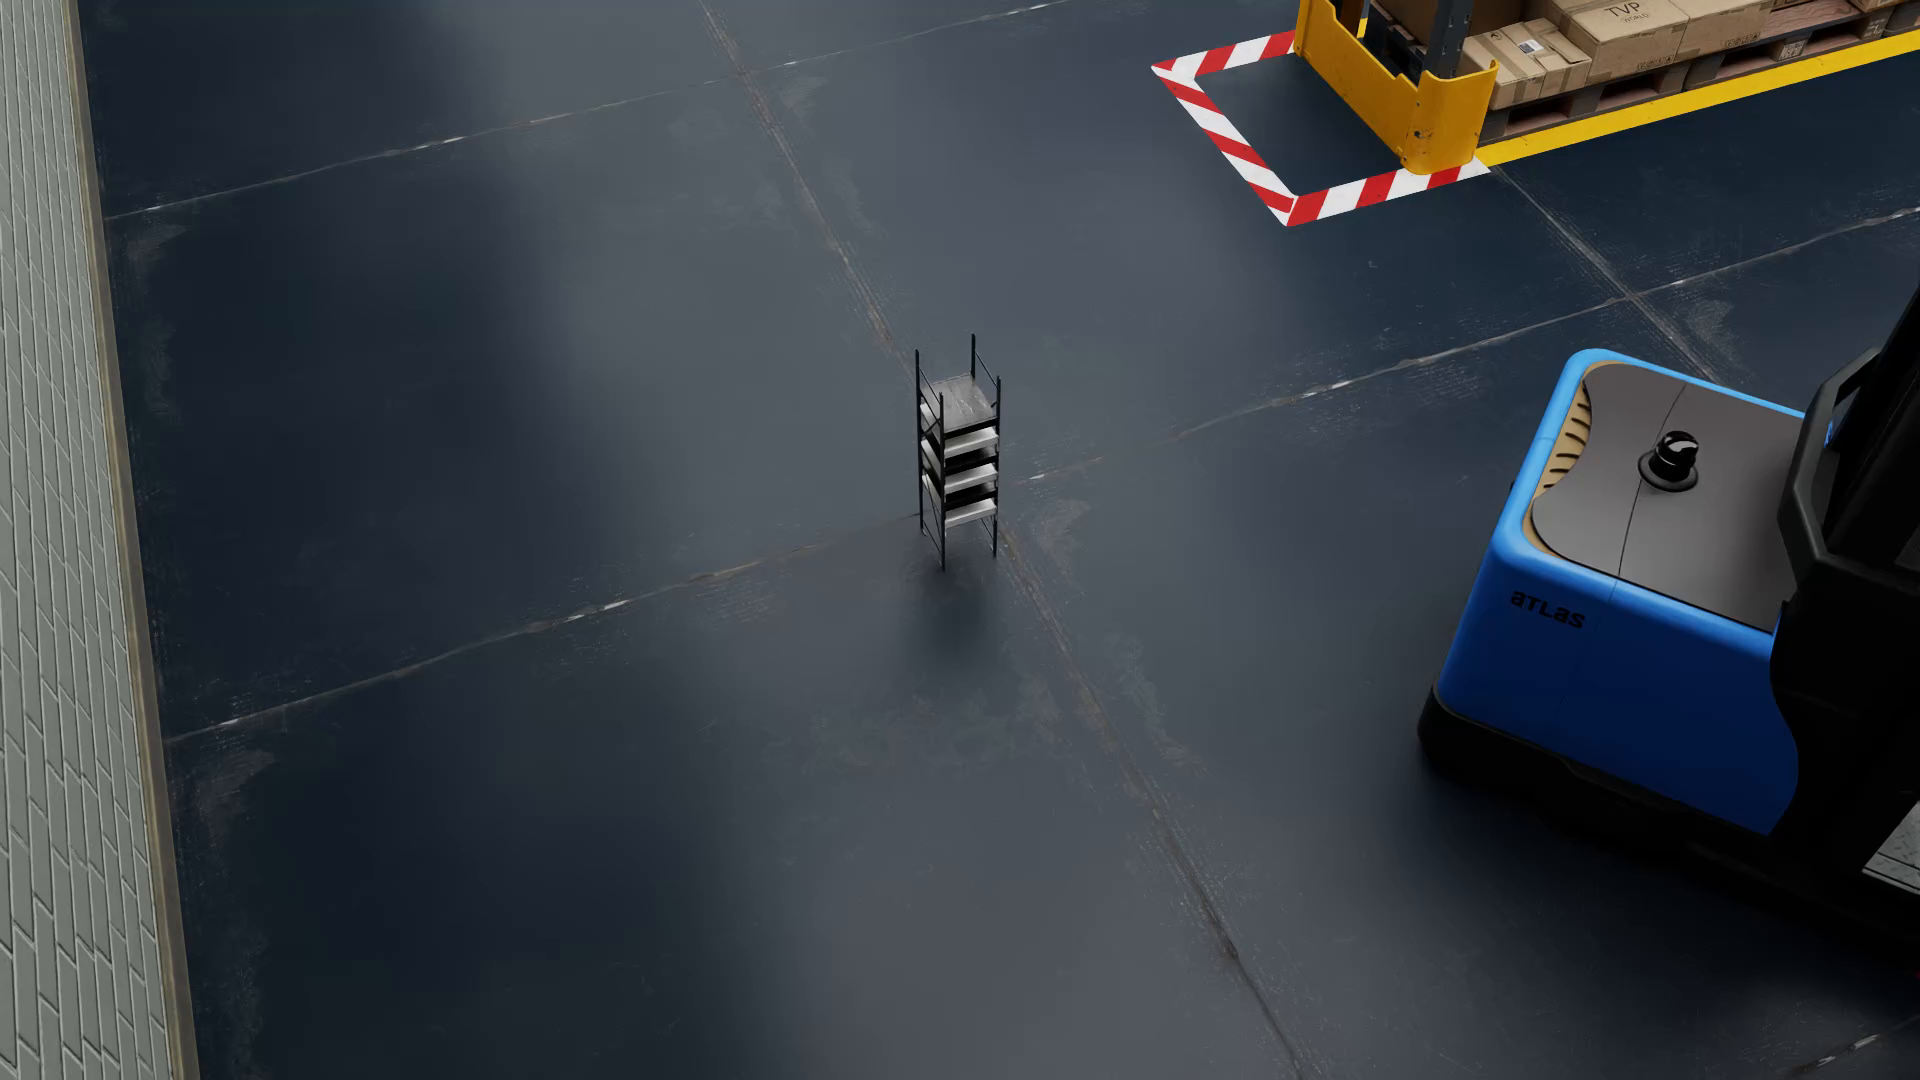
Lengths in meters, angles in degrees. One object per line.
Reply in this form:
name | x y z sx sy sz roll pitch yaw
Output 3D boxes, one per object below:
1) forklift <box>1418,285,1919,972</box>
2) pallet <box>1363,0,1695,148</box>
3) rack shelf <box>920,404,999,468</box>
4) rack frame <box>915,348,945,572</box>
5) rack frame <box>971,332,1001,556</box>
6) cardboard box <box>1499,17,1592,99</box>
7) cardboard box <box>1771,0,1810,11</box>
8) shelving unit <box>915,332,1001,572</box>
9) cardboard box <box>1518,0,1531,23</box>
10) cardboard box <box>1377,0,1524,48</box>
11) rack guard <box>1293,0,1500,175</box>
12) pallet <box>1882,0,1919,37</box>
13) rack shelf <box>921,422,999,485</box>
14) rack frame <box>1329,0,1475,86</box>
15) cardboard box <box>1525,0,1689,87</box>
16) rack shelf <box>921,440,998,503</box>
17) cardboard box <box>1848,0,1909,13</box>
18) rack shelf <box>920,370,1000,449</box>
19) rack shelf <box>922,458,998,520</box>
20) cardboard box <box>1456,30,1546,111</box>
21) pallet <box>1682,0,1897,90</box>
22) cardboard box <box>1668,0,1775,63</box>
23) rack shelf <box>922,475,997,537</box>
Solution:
forklift | 3.068 -0.039 4.278 3.031 2.935 1.130 22 53 18
pallet | 2.754 -2.411 8.108 1.213 0.211 1.003 -17 52 -14
rack shelf | -0.008 -0.386 5.722 0.200 0.077 0.258 -17 52 -14
rack frame | -0.102 -0.262 5.808 0.006 0.900 0.240 -17 52 -14
rack frame | 0.087 -0.320 5.858 0.006 0.900 0.240 -17 52 -14
cardboard box | 2.694 -2.239 7.700 0.250 0.166 0.380 -17 52 -14
cardboard box | 3.911 -3.003 8.134 0.637 0.503 0.797 -17 52 -14
shelving unit | -0.008 -0.291 5.833 0.210 0.900 0.258 -17 52 -14
cardboard box | 2.765 -2.671 8.070 0.250 0.166 0.380 -17 52 -14
cardboard box | 2.356 -2.726 7.898 0.500 0.500 0.500 -17 52 -14
rack guard | 2.016 -2.276 7.802 0.348 0.500 1.175 -17 52 -14
pallet | 5.012 -3.111 8.709 1.213 0.211 1.003 -17 52 -14
rack shelf | -0.008 -0.328 5.790 0.200 0.077 0.258 -17 52 -14
rack frame | 1.945 -3.068 6.834 0.127 3.000 1.000 -17 52 -14
cardboard box | 3.019 -2.416 7.797 0.500 0.250 0.500 -17 52 -14
rack shelf | -0.008 -0.269 5.858 0.200 0.077 0.258 -17 52 -14
cardboard box | 4.534 -2.905 8.177 0.500 0.311 0.500 -17 52 -14
rack shelf | -0.008 -0.445 5.654 0.200 0.077 0.258 -17 52 -14
rack shelf | -0.008 -0.211 5.927 0.200 0.077 0.258 -17 52 -14
cardboard box | 2.463 -2.162 7.645 0.250 0.149 0.380 -17 52 -14
pallet | 3.881 -2.758 8.406 1.213 0.211 1.003 -17 52 -14
cardboard box | 3.482 -2.560 7.920 0.500 0.250 0.500 -17 52 -14
rack shelf | -0.008 -0.152 5.995 0.200 0.077 0.258 -17 52 -14
